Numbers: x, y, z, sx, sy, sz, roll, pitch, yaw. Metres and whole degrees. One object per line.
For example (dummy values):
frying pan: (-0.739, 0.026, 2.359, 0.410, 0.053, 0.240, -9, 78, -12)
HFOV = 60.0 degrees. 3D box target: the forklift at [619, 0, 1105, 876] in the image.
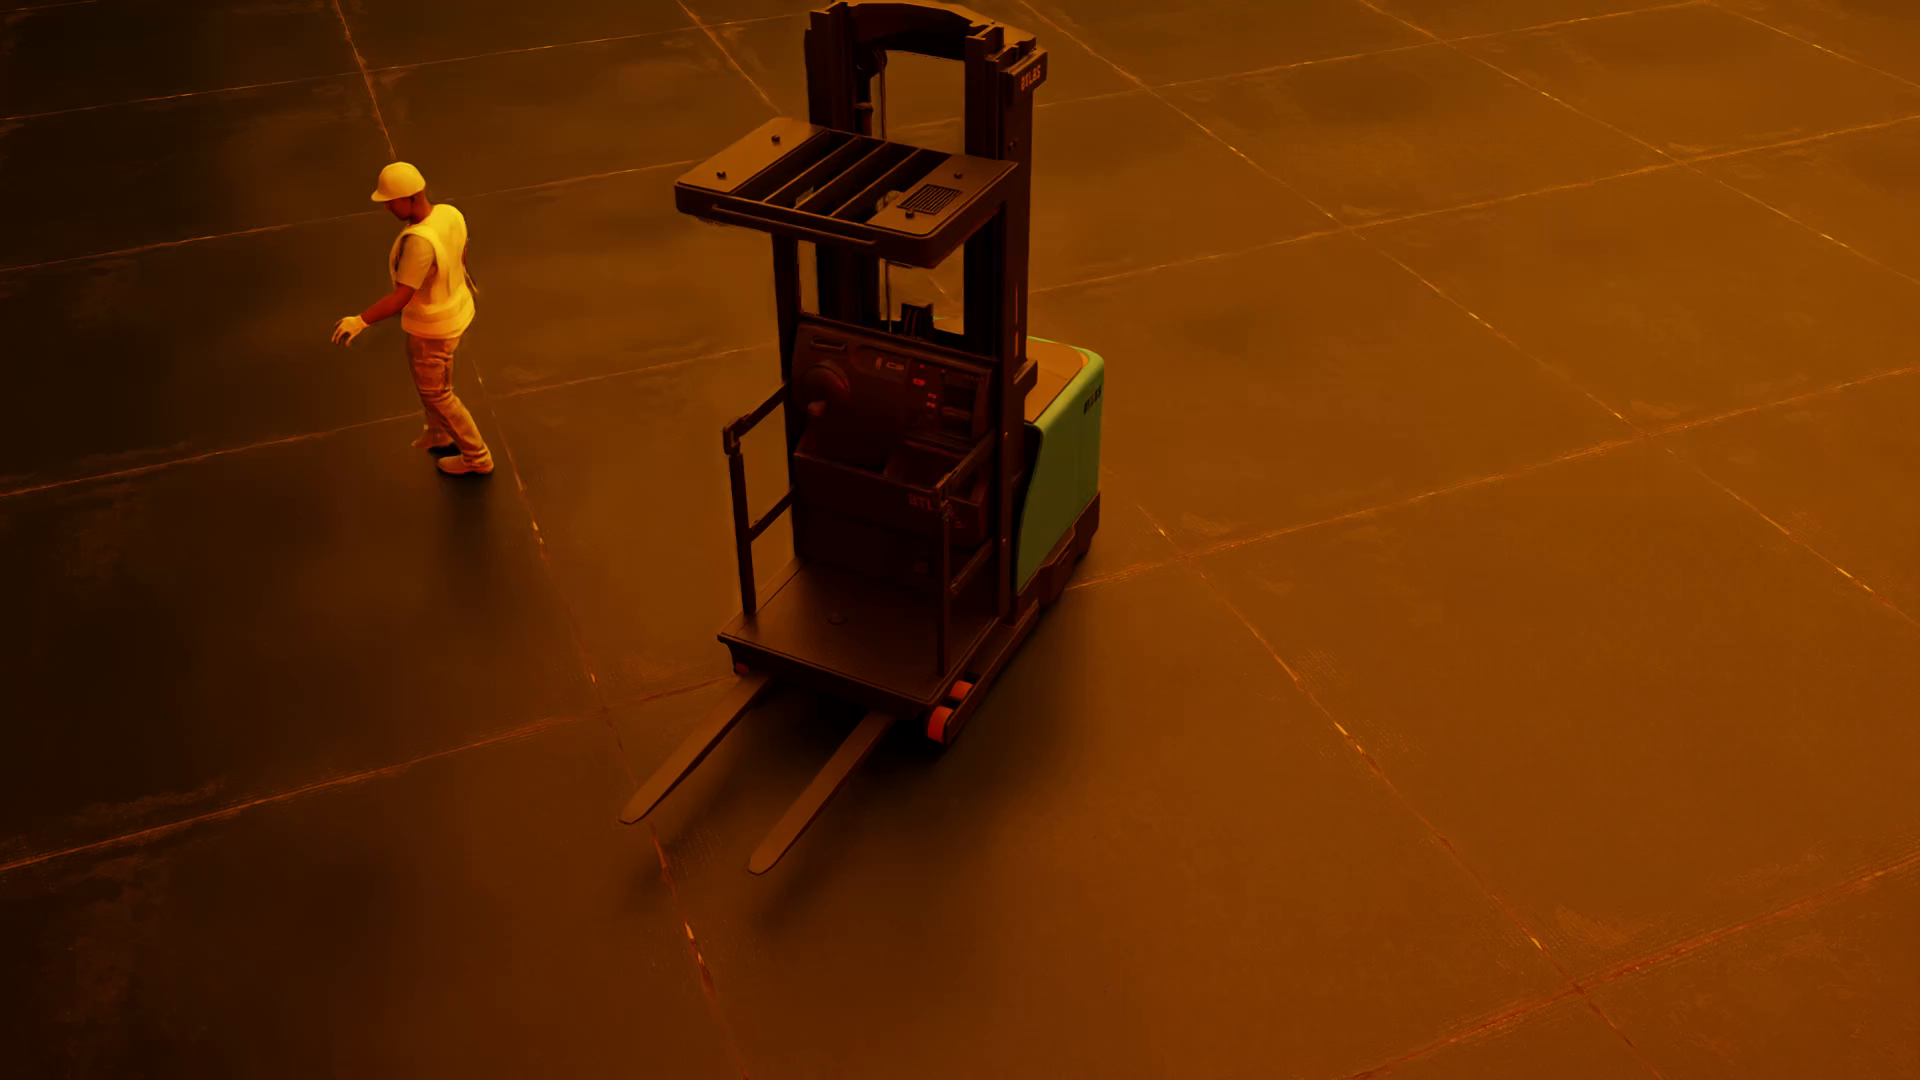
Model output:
forklift: (-0.395, -0.589, 6.927, 1.130, 2.935, 3.031, 16, 38, 21)

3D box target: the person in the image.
person: (-2.849, -1.146, 8.767, 0.583, 1.807, 1.026, 4, 36, 5)
